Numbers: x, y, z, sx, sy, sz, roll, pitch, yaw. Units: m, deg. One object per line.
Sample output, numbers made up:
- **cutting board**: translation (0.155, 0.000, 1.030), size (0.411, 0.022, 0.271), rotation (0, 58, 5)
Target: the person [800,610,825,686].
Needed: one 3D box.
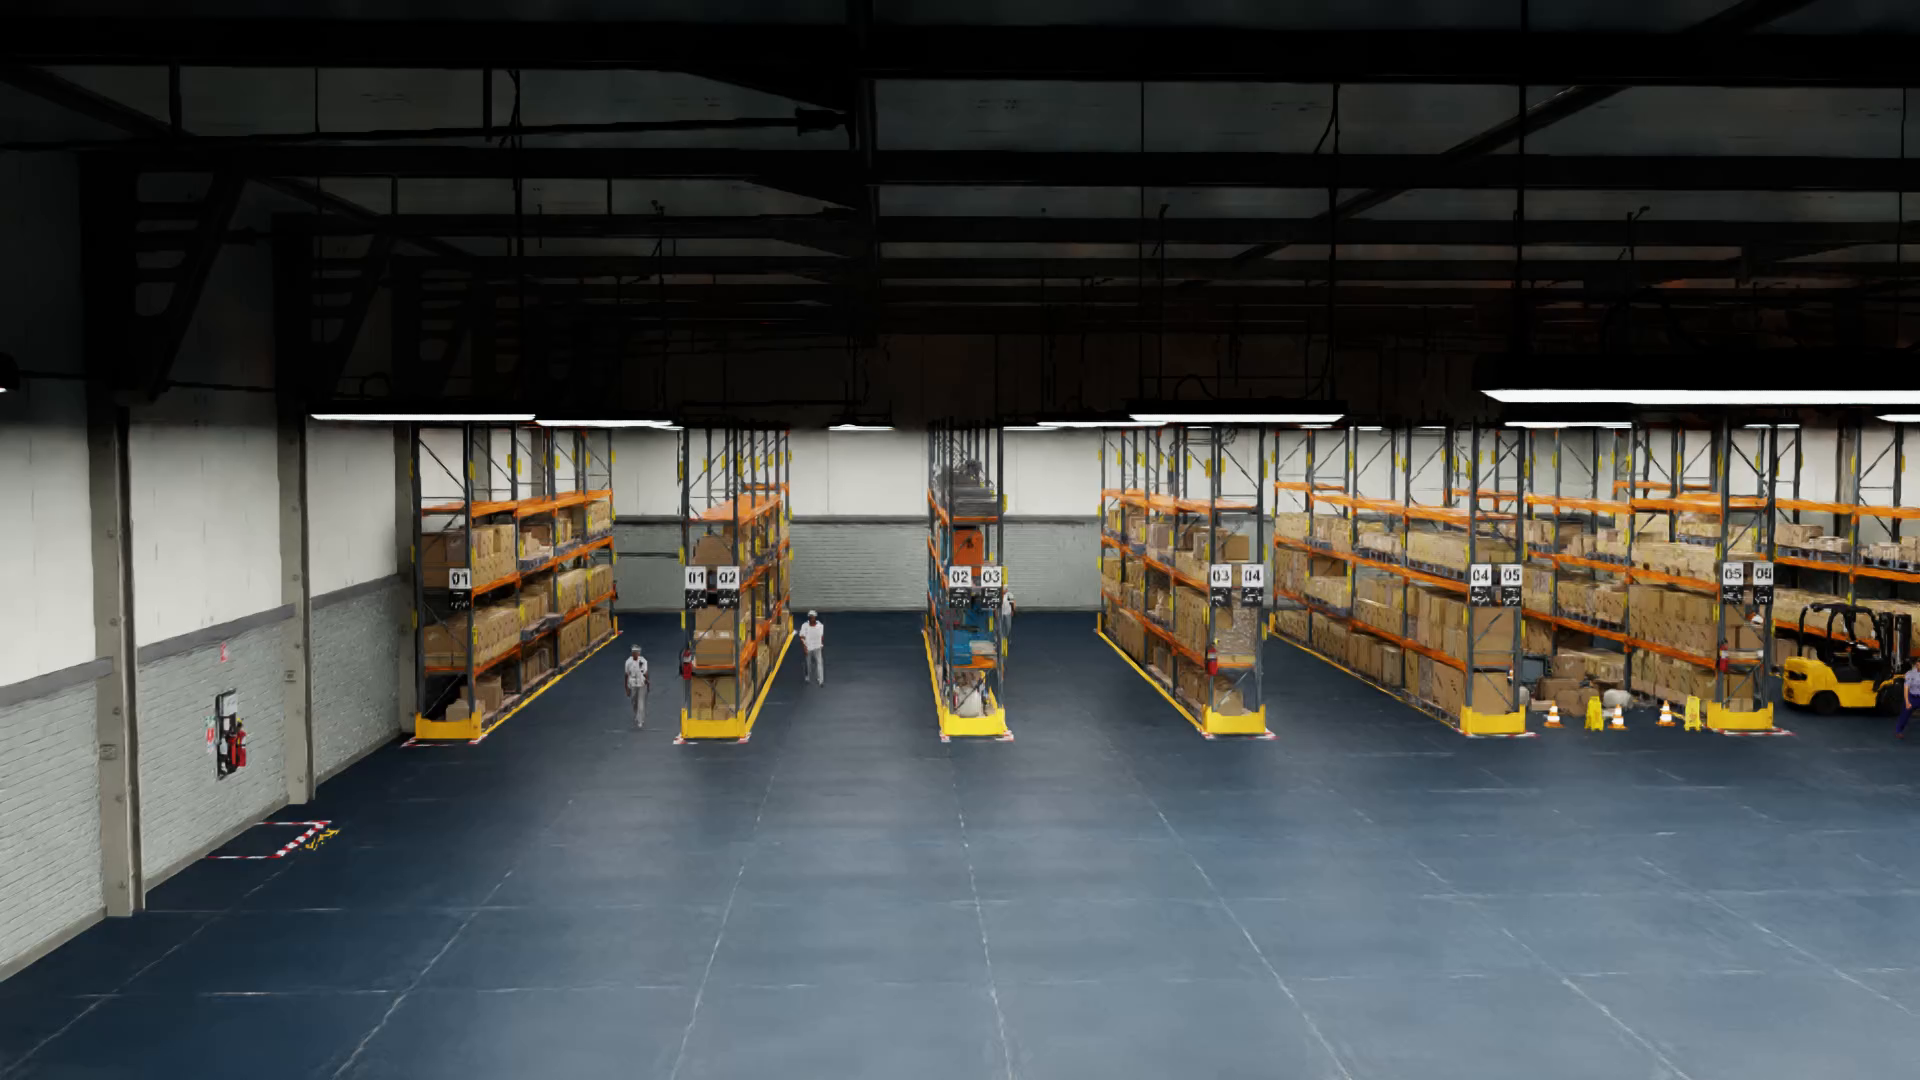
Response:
- **person**: translation (-3.326, 2.416, 37.478), size (0.569, 1.709, 1.034), rotation (-1, 4, -11)

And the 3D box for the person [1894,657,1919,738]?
- **person**: translation (17.602, 2.925, 30.584), size (0.480, 1.563, 1.079), rotation (0, 4, -1)

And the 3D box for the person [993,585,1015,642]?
- **person**: translation (1.188, 1.985, 45.102), size (0.625, 1.611, 0.582), rotation (0, 4, -5)

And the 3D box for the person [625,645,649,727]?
- **person**: translation (-6.280, 2.804, 32.282), size (0.456, 1.589, 1.088), rotation (0, 4, 0)

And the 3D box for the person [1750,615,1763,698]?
- **person**: translation (17.113, 2.487, 35.798), size (0.576, 1.768, 0.626), rotation (2, 4, 28)
